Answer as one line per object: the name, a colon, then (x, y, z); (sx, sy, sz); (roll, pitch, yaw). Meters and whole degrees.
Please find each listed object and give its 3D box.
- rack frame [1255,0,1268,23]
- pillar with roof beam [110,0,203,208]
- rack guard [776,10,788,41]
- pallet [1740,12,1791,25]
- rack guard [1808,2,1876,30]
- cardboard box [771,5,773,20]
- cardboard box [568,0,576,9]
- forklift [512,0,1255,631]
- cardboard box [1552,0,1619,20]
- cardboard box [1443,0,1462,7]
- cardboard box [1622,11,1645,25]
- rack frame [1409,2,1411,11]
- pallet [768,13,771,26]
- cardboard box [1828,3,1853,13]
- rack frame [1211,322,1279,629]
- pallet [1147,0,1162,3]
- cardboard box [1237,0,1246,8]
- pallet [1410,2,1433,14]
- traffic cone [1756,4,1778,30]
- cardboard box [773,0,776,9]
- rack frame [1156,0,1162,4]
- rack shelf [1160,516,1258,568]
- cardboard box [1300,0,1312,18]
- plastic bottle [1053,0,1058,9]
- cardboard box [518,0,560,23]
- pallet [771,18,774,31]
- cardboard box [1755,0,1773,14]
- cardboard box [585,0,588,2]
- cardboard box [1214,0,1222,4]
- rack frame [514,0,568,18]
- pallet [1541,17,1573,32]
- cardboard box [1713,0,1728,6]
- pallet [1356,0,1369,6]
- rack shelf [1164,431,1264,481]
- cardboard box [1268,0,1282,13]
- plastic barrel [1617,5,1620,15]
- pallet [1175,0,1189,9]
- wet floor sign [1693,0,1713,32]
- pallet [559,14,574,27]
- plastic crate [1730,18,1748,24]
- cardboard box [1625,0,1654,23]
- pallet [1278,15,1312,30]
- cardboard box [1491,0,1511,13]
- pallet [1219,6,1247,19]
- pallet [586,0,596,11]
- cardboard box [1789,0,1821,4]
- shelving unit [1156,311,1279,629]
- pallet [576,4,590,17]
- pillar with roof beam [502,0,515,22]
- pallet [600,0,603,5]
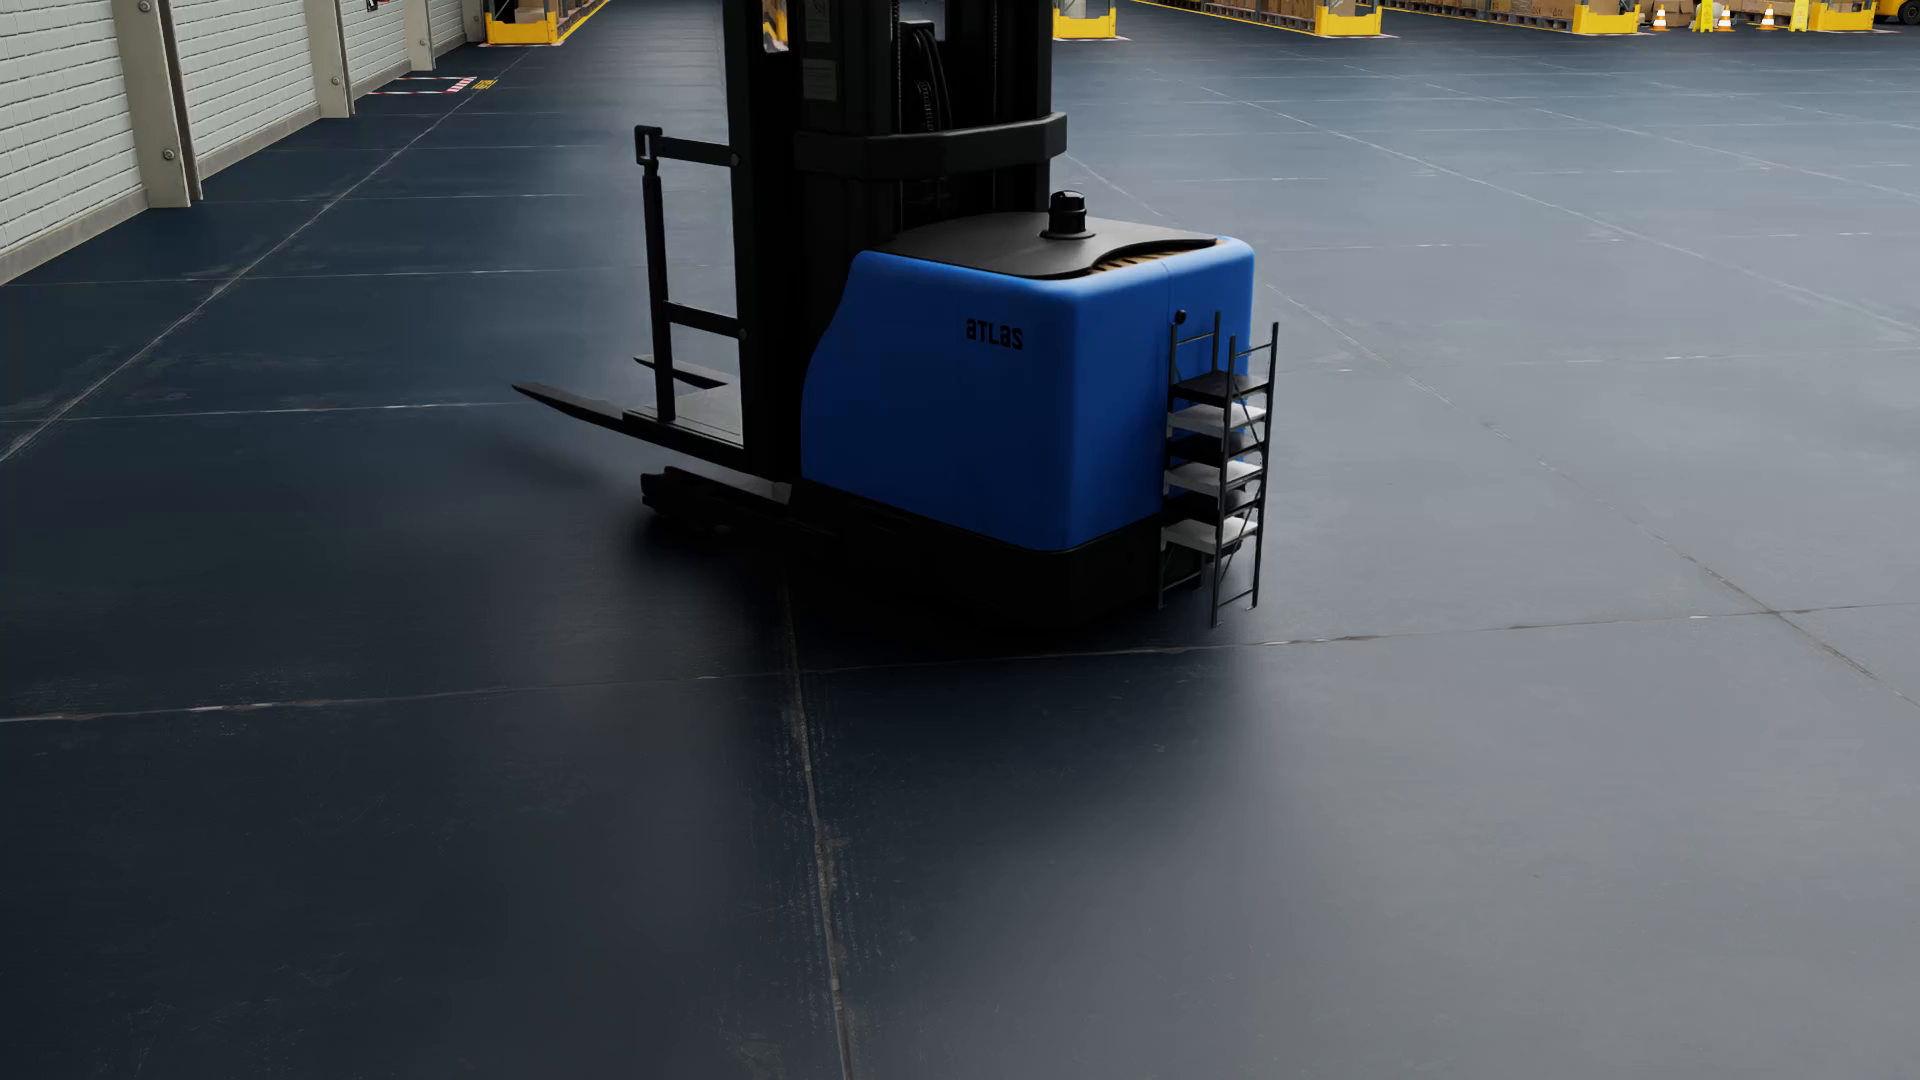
rack frame: (6.588, -12.104, 33.836); (1.000, 3.000, 0.127); (-3, 21, -8)
pillar with roof beam: (-1.643, -6.964, 11.499); (9.100, 9.000, 0.400); (-3, 21, -8)
rack guard: (-2.636, -9.041, 29.209); (1.175, 0.500, 0.348); (-3, 21, -8)
pallet: (16.705, -10.643, 33.911); (1.003, 0.211, 1.213); (-3, 21, -8)
rack guard: (16.960, -10.074, 31.974); (1.175, 0.500, 0.348); (-3, 21, -8)
cardboard box: (-3.315, -9.992, 31.511); (0.500, 0.250, 0.500); (-3, 21, -8)
cardboard box: (-8.538, -11.528, 35.238); (0.700, 0.500, 0.500); (-3, 21, -7)
forklift: (-0.494, -1.522, 5.603); (3.031, 2.935, 1.130); (18, 27, 40)
cardboard box: (11.924, -10.367, 31.622); (0.875, 0.875, 0.875); (-3, 21, -7)
cardboard box: (11.197, -12.007, 36.191); (1.050, 0.750, 0.750); (-3, 21, -8)
cardboard box: (13.581, -10.536, 33.546); (0.396, 0.266, 0.258); (1, 20, 2)
rack frame: (10.934, -13.704, 38.121); (1.000, 3.000, 0.127); (-3, 21, -8)
pallet: (-3.361, -10.552, 33.668); (1.003, 0.211, 1.213); (-3, 21, -8)
cardboard box: (17.128, -10.421, 32.659); (0.500, 0.250, 0.500); (-3, 21, -8)
rack frame: (0.842, -0.184, 4.923); (0.006, 0.900, 0.240); (19, 27, 39)
pallet: (5.402, -13.835, 42.456); (1.003, 0.211, 1.213); (-3, 21, -8)
cardboard box: (6.389, -11.712, 35.732); (0.700, 0.500, 0.500); (-5, 21, -12)
pallet: (10.973, -12.121, 37.867); (1.003, 0.211, 1.213); (-3, 21, -8)
traffic cone: (15.632, -10.114, 32.135); (0.336, 0.463, 0.334); (-3, 21, -8)
cardboard box: (-3.170, -9.997, 30.452); (0.500, 0.500, 0.500); (-3, 21, -8)
rack frame: (5.434, -14.874, 41.252); (1.000, 3.000, 0.127); (-3, 21, -8)
rack shelf: (0.766, -0.010, 5.063); (0.200, 0.077, 0.258); (19, 27, 39)
cardboard box: (6.899, -10.385, 32.206); (0.500, 0.500, 0.500); (-1, 21, -3)
plastic bottle: (1.922, -10.604, 32.976); (0.144, 0.351, 0.185); (-3, 21, -8)
cardboard box: (-7.690, -9.703, 30.351); (0.700, 0.500, 0.500); (-4, 21, -11)
pallet: (-3.143, -10.022, 32.247); (1.003, 0.211, 1.213); (-3, 21, -8)
cardboard box: (16.440, -10.754, 33.553); (0.500, 0.250, 0.500); (-4, 21, -10)
cardboard box: (-8.790, -12.494, 37.353); (0.750, 0.750, 0.750); (-3, 21, -8)
cardboard box: (6.127, -12.293, 37.286); (0.700, 0.500, 0.500); (-4, 21, -11)
rack frame: (-8.117, -11.354, 31.830); (1.000, 3.000, 0.127); (-3, 21, -8)
pallet: (11.894, -9.901, 31.923); (1.003, 0.211, 1.213); (-3, 21, -8)
cardboard box: (16.212, -11.295, 34.999); (0.500, 0.250, 0.500); (-4, 21, -10)
pallet: (10.471, -13.513, 41.595); (1.003, 0.211, 1.213); (-3, 21, -8)
rack shelf: (0.767, -0.262, 4.967); (0.200, 0.077, 0.258); (19, 27, 39)
cardboard box: (6.606, -10.989, 33.824); (0.500, 0.500, 0.500); (-4, 21, -9)
plastic barrel: (13.192, -10.797, 34.019); (0.512, 0.421, 0.421); (12, 24, 30)
pallet: (5.799, -12.881, 39.902); (1.003, 0.211, 1.213); (-3, 21, -8)
wet floor sign: (14.051, -9.921, 31.357); (0.267, 0.644, 0.232); (-7, 21, -17)
pallet: (-8.231, -10.318, 33.039); (1.003, 0.211, 1.213); (-3, 21, -8)
plastic crate: (15.809, -10.651, 34.119); (0.402, 0.080, 0.583); (-11, 23, -26)
cardboard box: (14.069, -10.917, 34.032); (0.797, 0.637, 0.503); (-3, 21, -8)
pallet: (6.899, -10.144, 32.573); (1.003, 0.211, 1.213); (-3, 21, -8)
cardboard box: (11.532, -11.299, 34.118); (0.875, 0.875, 0.875); (-3, 21, -7)
pallet: (6.295, -11.490, 36.179); (1.003, 0.211, 1.213); (-3, 21, -8)
pallet: (-9.085, -12.555, 39.029); (1.003, 0.211, 1.213); (-3, 21, -8)
cardboard box: (16.597, -10.743, 32.450); (0.500, 0.500, 0.500); (-3, 21, -7)
shelving unit: (0.767, -0.209, 4.987); (0.210, 0.900, 0.258); (19, 27, 39)
pallet: (-8.733, -11.710, 36.767); (1.003, 0.211, 1.213); (-3, 21, -8)
pillar with roof beam: (-5.102, -15.273, 33.748); (9.100, 9.000, 0.400); (-3, 21, -8)
pallet: (-9.482, -13.509, 41.583); (1.003, 0.211, 1.213); (-3, 21, -8)
